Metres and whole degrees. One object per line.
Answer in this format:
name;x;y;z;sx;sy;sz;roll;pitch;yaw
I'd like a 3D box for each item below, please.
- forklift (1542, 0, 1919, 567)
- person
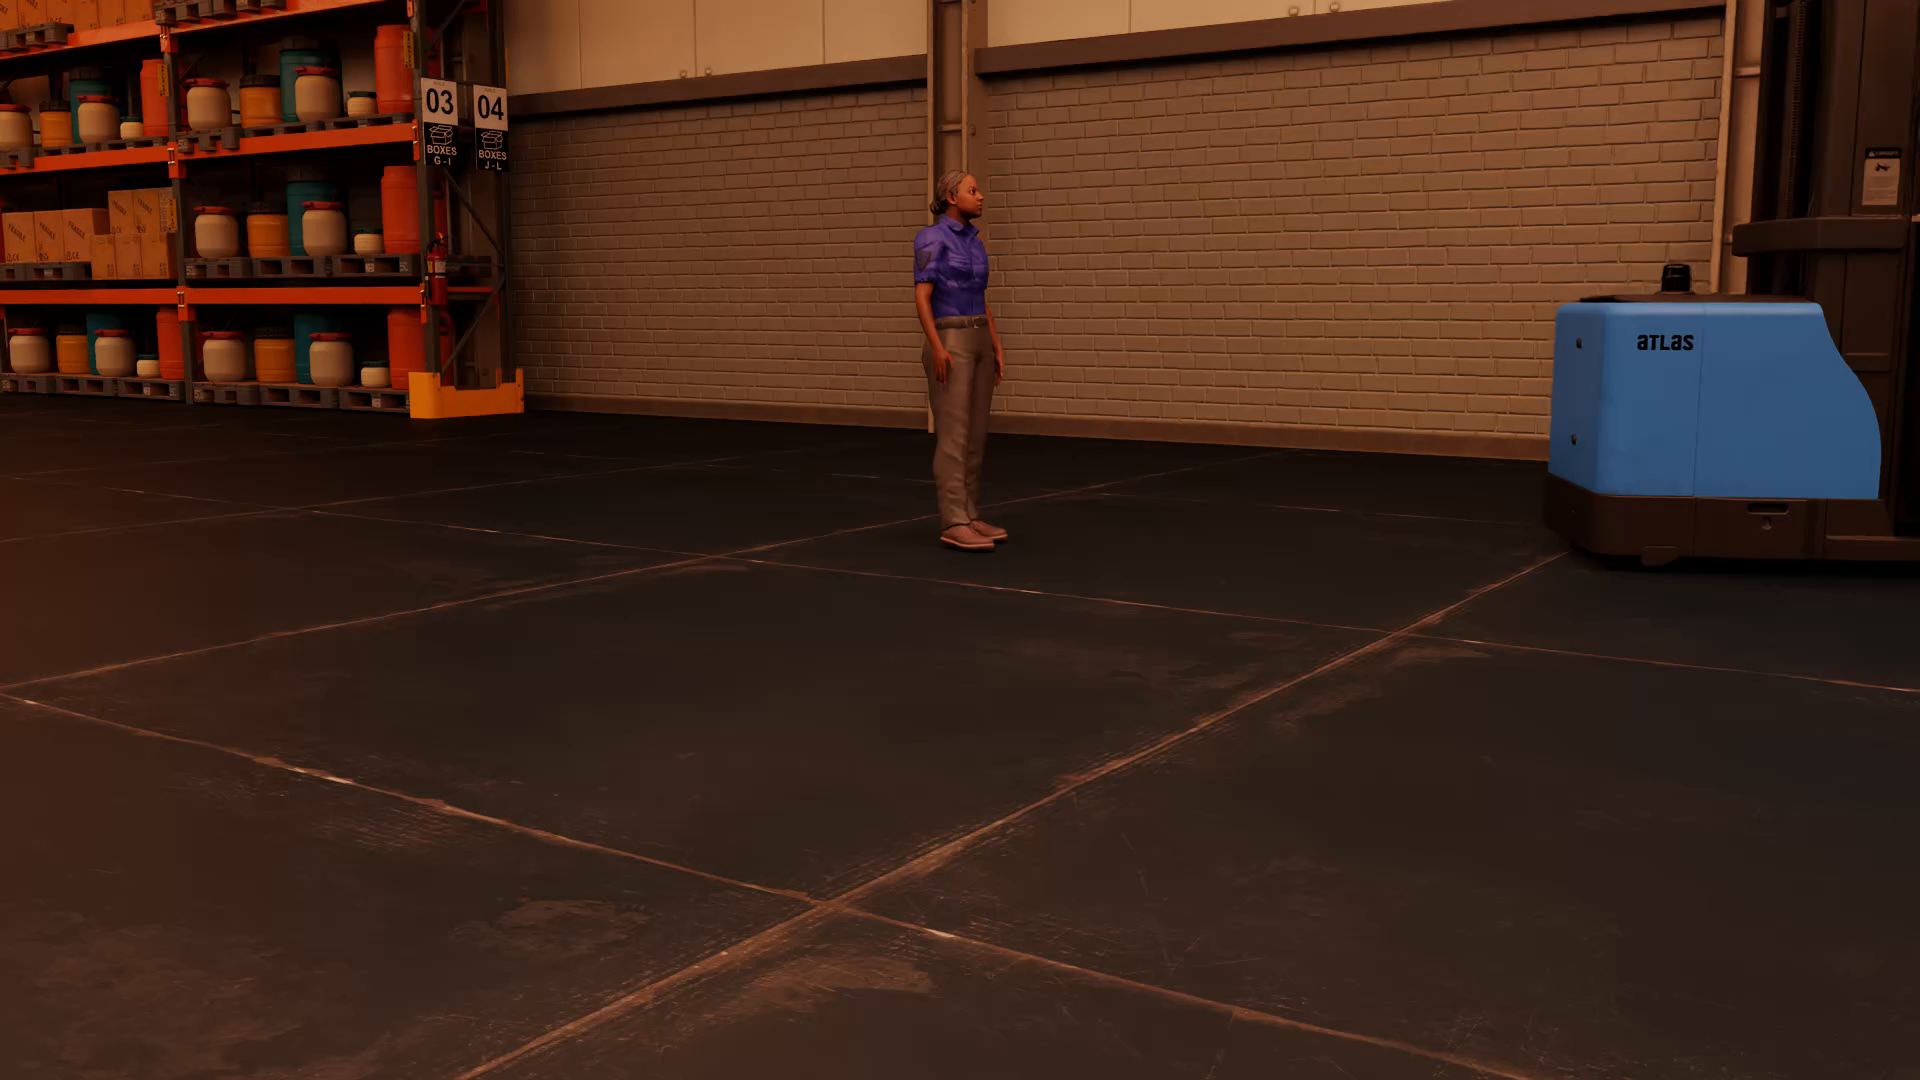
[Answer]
forklift;4.110;-1.365;6.793;3.031;2.935;1.130;1;8;7
person;0.062;-0.817;7.422;0.503;1.656;0.570;5;10;34
